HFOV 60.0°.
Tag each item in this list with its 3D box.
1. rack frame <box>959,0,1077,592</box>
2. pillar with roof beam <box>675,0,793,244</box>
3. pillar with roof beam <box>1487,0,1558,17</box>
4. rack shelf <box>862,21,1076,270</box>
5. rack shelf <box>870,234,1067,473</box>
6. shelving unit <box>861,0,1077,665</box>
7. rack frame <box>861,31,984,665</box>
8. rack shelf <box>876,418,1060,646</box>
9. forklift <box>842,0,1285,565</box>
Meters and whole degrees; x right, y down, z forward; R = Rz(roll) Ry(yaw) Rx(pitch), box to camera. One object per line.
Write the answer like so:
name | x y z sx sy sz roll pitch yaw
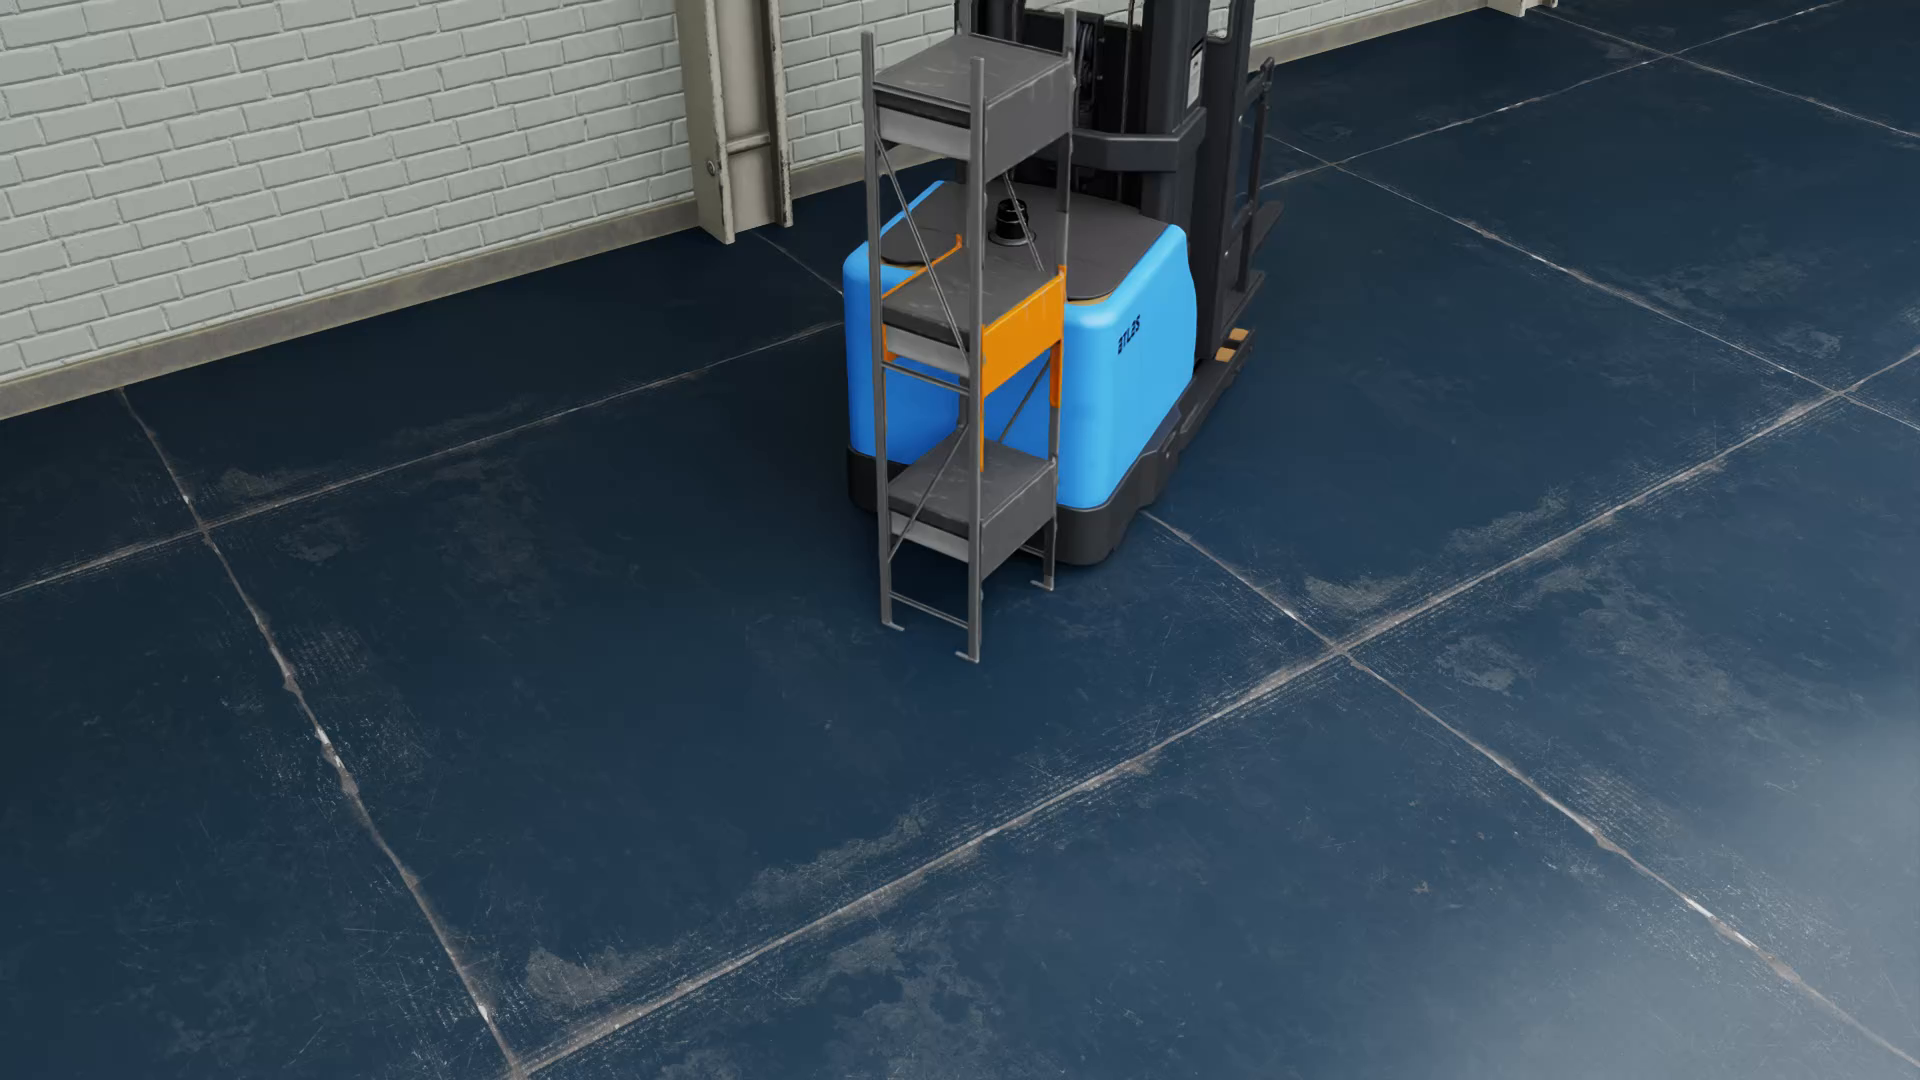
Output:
rack frame | 0.166 -0.733 5.471 0.400 2.100 0.015 21 41 27
pillar with roof beam | 1.383 -3.213 3.010 0.400 9.000 9.100 -22 41 -28
pillar with roof beam | 6.287 -5.231 5.816 0.400 9.000 9.100 -22 41 -28
rack shelf | 0.030 -1.172 4.905 0.431 0.518 0.480 21 41 27
rack shelf | 0.030 -0.603 5.314 0.431 0.518 0.480 21 41 27
shelving unit | 0.030 -0.614 5.306 0.431 2.100 0.503 21 41 27
rack frame | -0.106 -0.496 5.141 0.400 2.100 0.015 21 41 27
rack shelf | 0.030 -0.035 5.723 0.431 0.518 0.480 21 41 27
forklift | 0.651 -1.949 6.450 1.130 2.935 3.031 15 38 20
